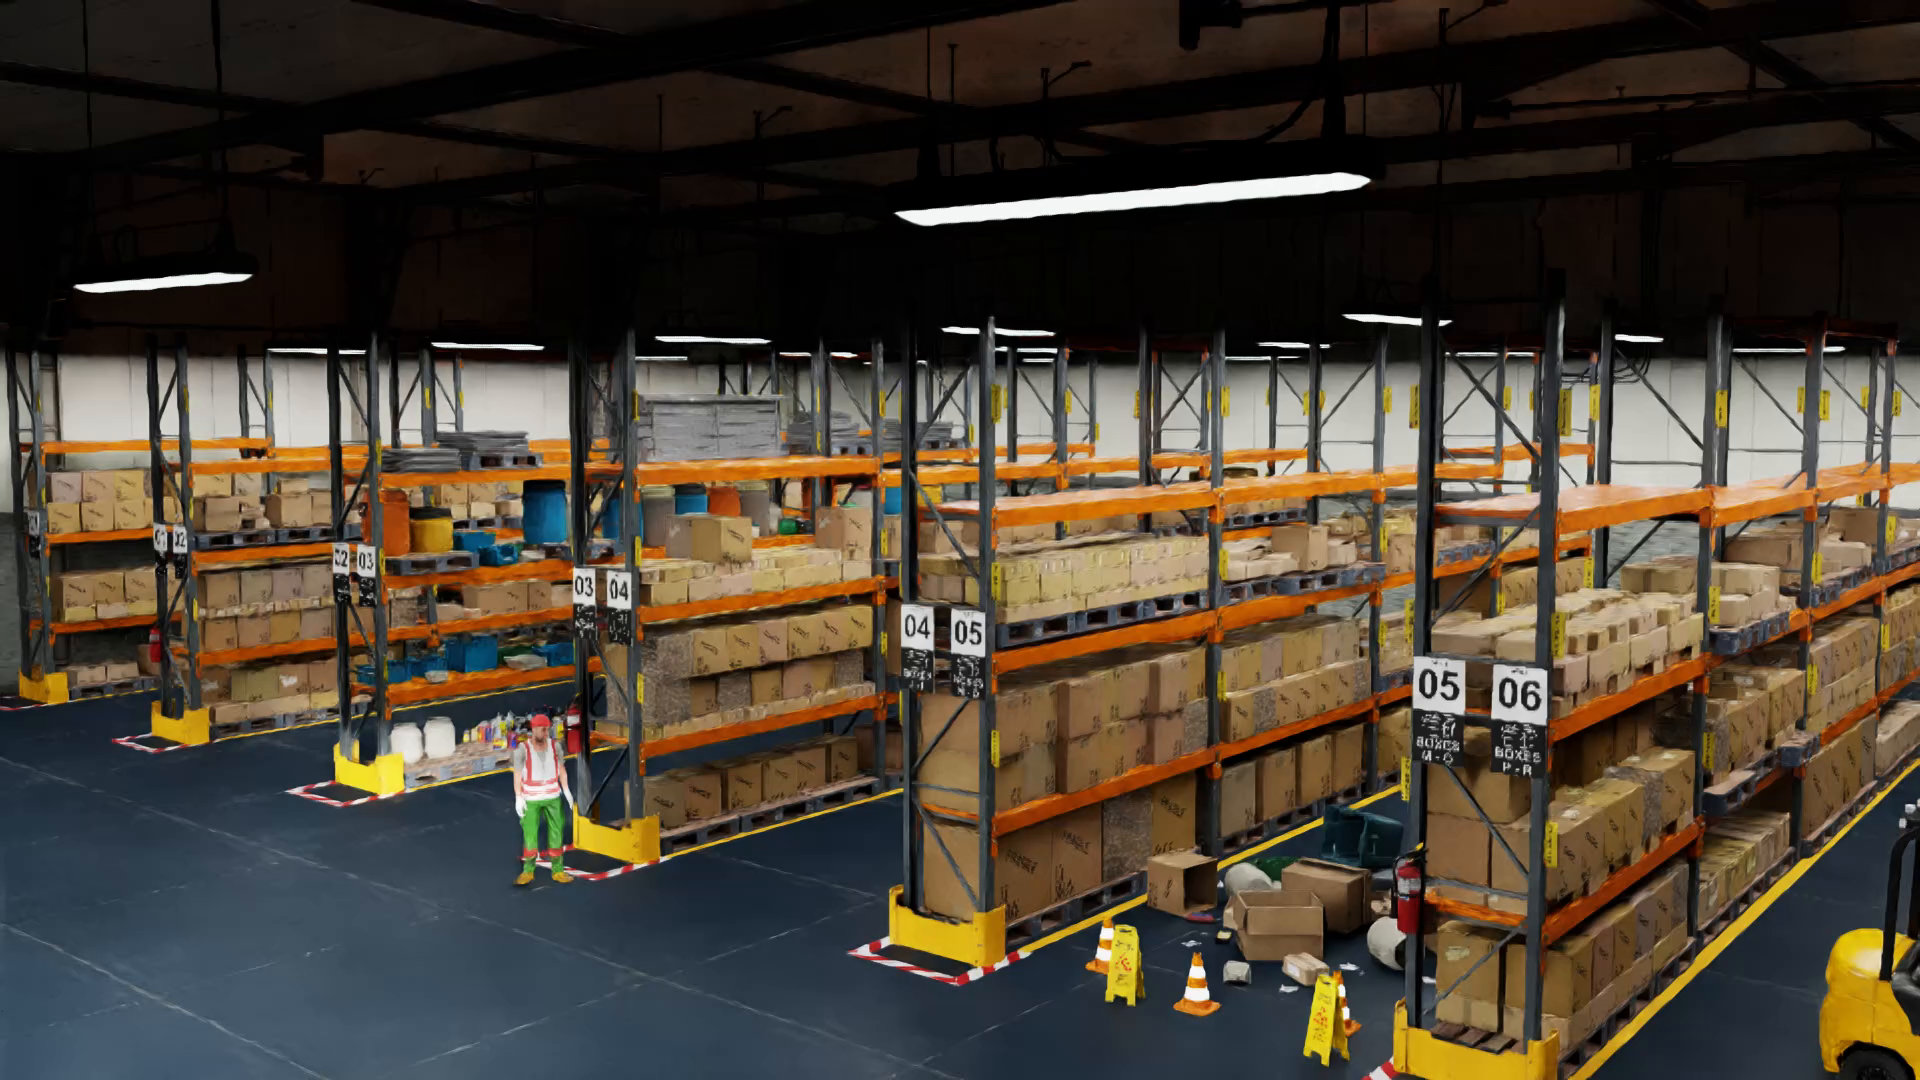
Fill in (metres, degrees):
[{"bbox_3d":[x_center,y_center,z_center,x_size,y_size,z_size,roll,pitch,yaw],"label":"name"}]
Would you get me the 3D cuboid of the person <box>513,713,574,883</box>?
[{"bbox_3d":[-4.368,2.663,17.420,0.612,1.733,0.378,-3,6,-27],"label":"person"}]
